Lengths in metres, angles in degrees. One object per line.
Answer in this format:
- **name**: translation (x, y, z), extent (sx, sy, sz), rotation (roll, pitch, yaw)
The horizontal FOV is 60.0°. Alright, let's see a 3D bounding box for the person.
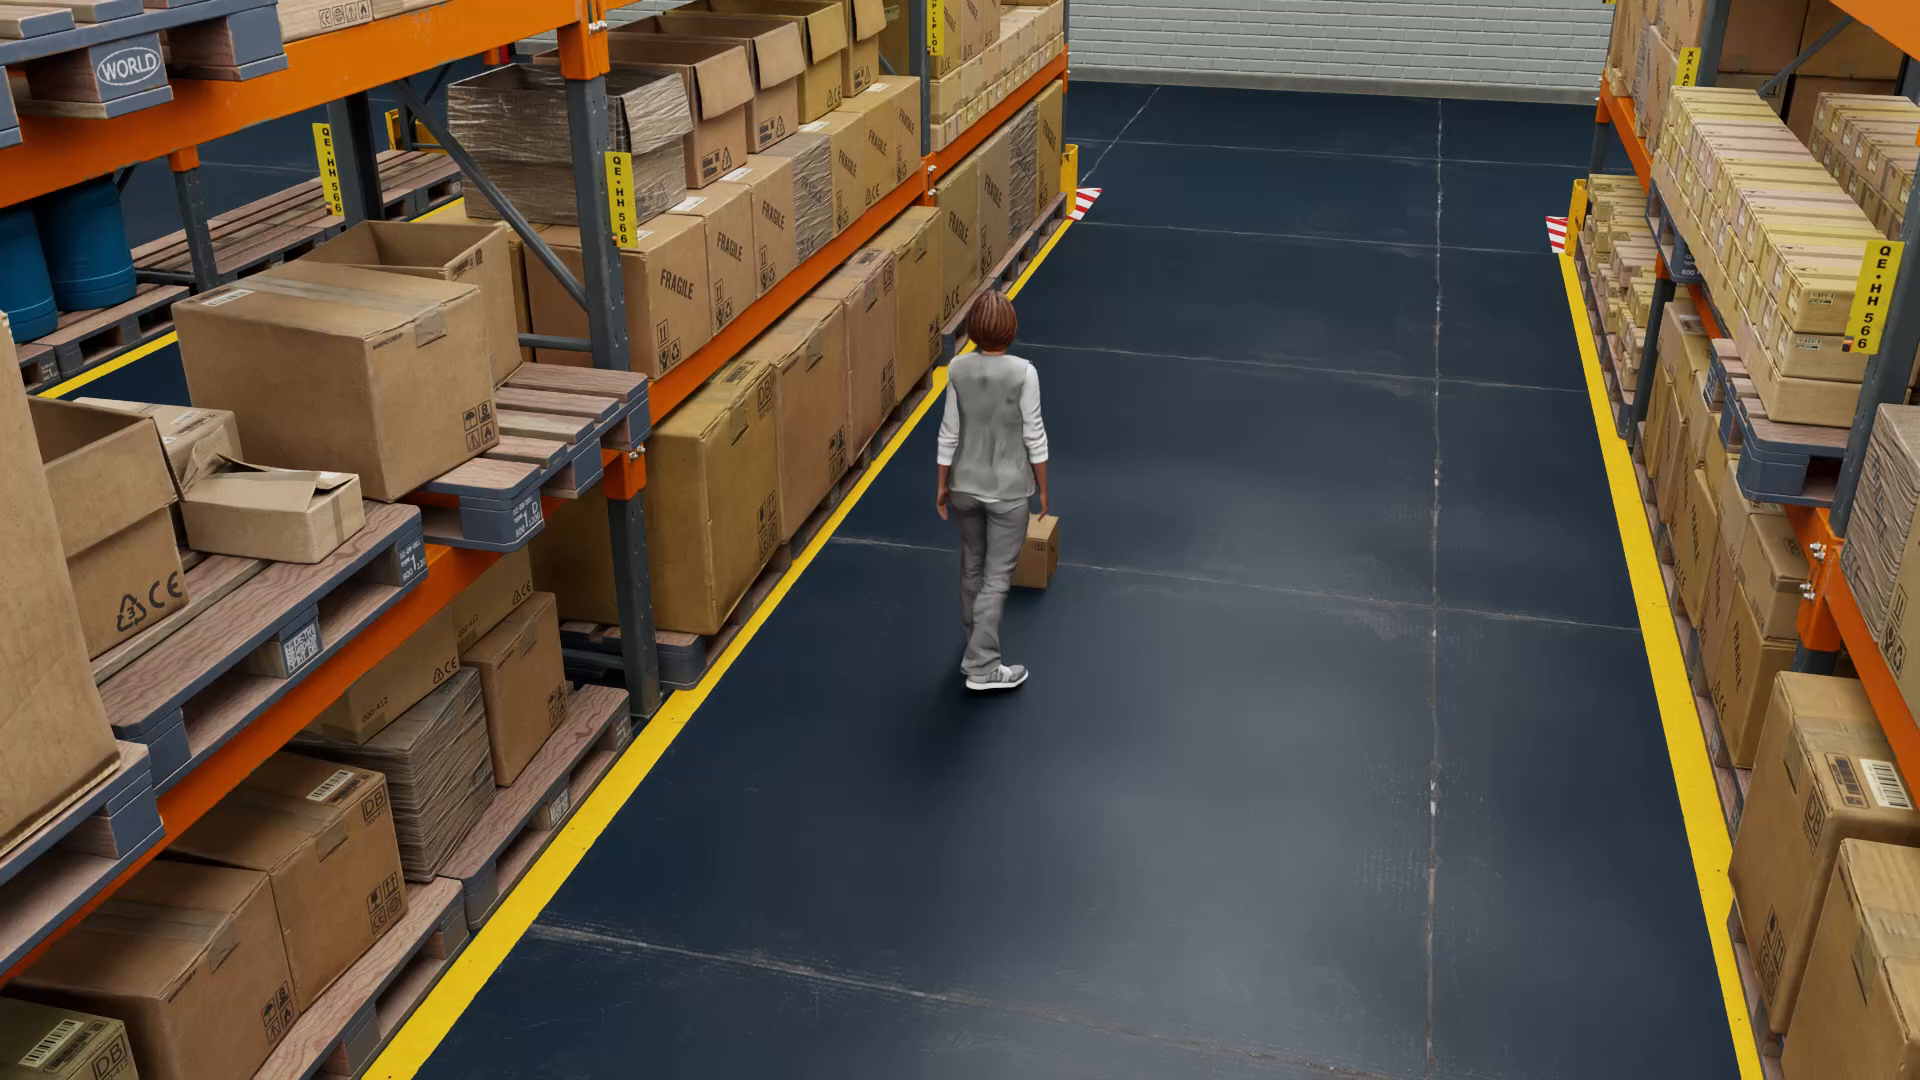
- **person**: translation (0.149, -0.211, 6.542), extent (0.426, 1.583, 0.604), rotation (12, 28, 24)
